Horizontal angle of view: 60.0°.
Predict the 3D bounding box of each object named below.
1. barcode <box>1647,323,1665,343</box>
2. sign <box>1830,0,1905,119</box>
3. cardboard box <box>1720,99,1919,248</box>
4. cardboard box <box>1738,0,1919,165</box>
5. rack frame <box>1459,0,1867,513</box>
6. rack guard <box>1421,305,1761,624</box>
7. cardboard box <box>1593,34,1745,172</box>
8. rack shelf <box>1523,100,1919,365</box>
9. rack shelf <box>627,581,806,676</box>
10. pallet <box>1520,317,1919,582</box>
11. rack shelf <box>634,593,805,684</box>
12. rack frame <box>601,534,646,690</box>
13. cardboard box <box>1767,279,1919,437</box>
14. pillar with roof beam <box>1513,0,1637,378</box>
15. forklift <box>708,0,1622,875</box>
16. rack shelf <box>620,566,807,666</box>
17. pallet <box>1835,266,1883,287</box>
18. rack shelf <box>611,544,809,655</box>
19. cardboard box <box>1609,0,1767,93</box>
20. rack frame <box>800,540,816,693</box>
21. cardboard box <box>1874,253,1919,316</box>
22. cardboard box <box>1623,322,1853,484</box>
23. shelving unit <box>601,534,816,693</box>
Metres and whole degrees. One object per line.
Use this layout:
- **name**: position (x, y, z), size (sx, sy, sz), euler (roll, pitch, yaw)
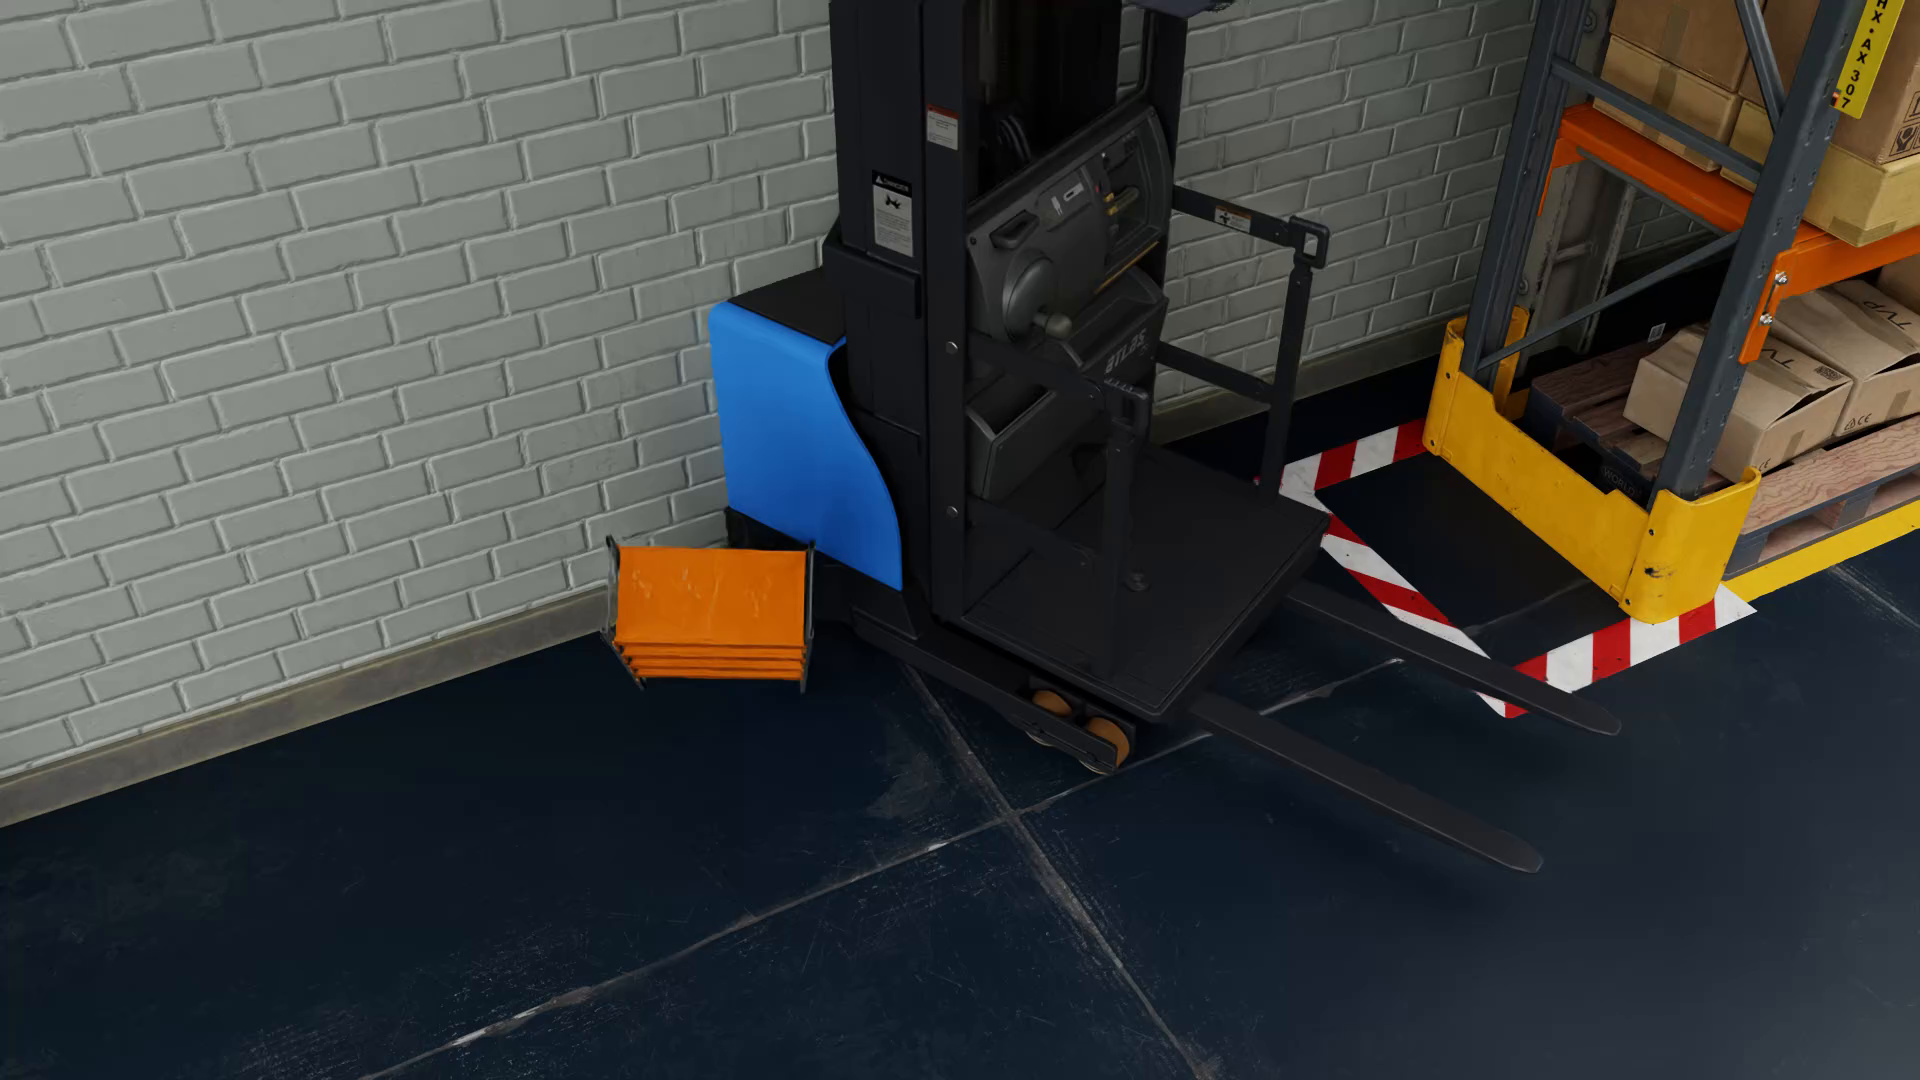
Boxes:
- **barcode**: position (2.535, -0.754, 6.053), size (0.075, 0.075, 0.001), euler (-19, 44, -21)
- **sign**: position (2.299, -1.239, 4.222), size (0.005, 0.325, 0.100), euler (-19, 44, -21)
- **cardboard box**: position (2.628, -1.133, 4.868), size (0.500, 0.250, 0.500), euler (-20, 44, -22)
- **cardboard box**: position (2.611, -1.426, 4.633), size (0.500, 0.500, 0.500), euler (-19, 44, -21)
- **rack frame**: position (2.048, -1.219, 4.869), size (0.127, 3.000, 1.000), euler (-19, 44, -21)
- **rack guard**: position (2.116, -0.288, 5.703), size (0.348, 0.500, 1.175), euler (-19, 44, -21)
- **cardboard box**: position (2.373, -1.420, 5.207), size (0.500, 0.250, 0.500), euler (-18, 43, -20)
- **rack shelf**: position (3.822, -1.542, 5.806), size (4.000, 0.370, 1.077), euler (-19, 44, -21)
- **rack shelf**: position (-0.673, 0.244, 4.642), size (0.480, 0.148, 0.258), euler (2, 78, -6)
- **pallet**: position (2.853, -0.400, 6.059), size (1.213, 0.211, 1.003), euler (-19, 44, -21)
- **rack shelf**: position (-0.694, 0.283, 4.836), size (0.480, 0.148, 0.258), euler (2, 78, -6)
- **rack frame**: position (-0.908, 0.223, 4.552), size (0.015, 1.200, 0.240), euler (2, 78, -6)
- **cardboard box**: position (3.209, -0.686, 5.979), size (0.500, 0.311, 0.500), euler (-15, 43, -17)
- **pillar with roof beam**: position (4.258, -1.747, 0.849), size (0.400, 9.000, 9.100), euler (-19, 44, -21)
- **forklift**: position (0.483, -0.819, 4.449), size (3.031, 2.935, 1.130), euler (25, 46, 27)
- **rack shelf**: position (-0.649, 0.199, 4.425), size (0.480, 0.148, 0.258), euler (2, 78, -6)
- **pallet**: position (3.933, -0.761, 6.486), size (1.213, 0.211, 1.003), euler (-19, 44, -21)
- **rack shelf**: position (-0.624, 0.152, 4.194), size (0.480, 0.148, 0.258), euler (2, 78, -6)
- **cardboard box**: position (2.368, -1.718, 4.979), size (0.500, 0.500, 0.500), euler (-19, 44, -21)
- **rack frame**: position (-0.423, 0.237, 4.602), size (0.015, 1.200, 0.240), euler (2, 78, -6)
- **cardboard box**: position (3.883, -0.949, 6.143), size (0.500, 0.500, 0.700), euler (-21, 45, -23)
- **cardboard box**: position (2.703, -0.516, 5.778), size (0.500, 0.311, 0.500), euler (-24, 46, -25)
- **shelving unit**: position (-0.666, 0.230, 4.577), size (0.503, 1.200, 0.258), euler (2, 78, -6)
